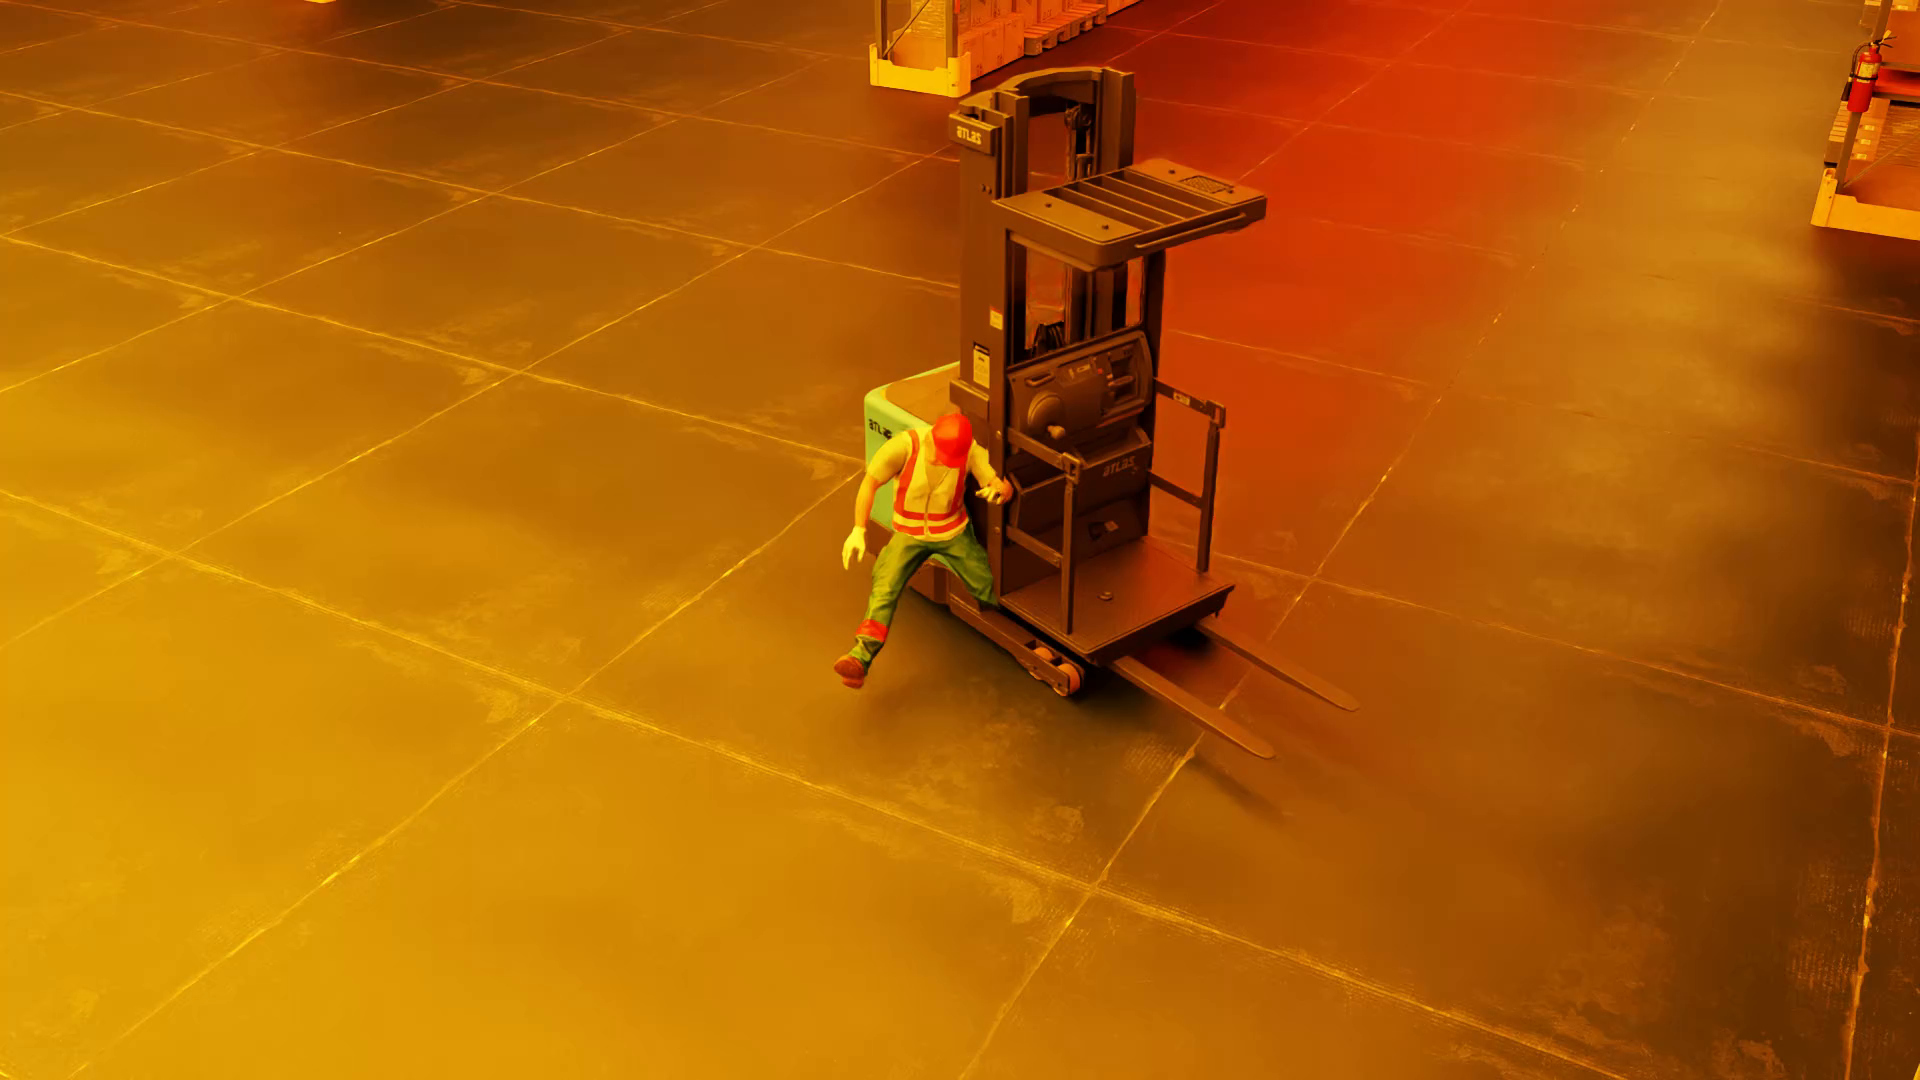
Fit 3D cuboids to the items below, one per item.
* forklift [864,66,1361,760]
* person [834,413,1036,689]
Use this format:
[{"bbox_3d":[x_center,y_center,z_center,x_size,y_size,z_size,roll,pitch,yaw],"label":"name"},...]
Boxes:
[{"bbox_3d":[0.759,-0.745,8.362,1.130,2.935,3.031,-22,36,-33],"label":"forklift"},{"bbox_3d":[-0.088,0.038,8.504,1.032,1.407,1.191,1,30,3],"label":"person"}]
